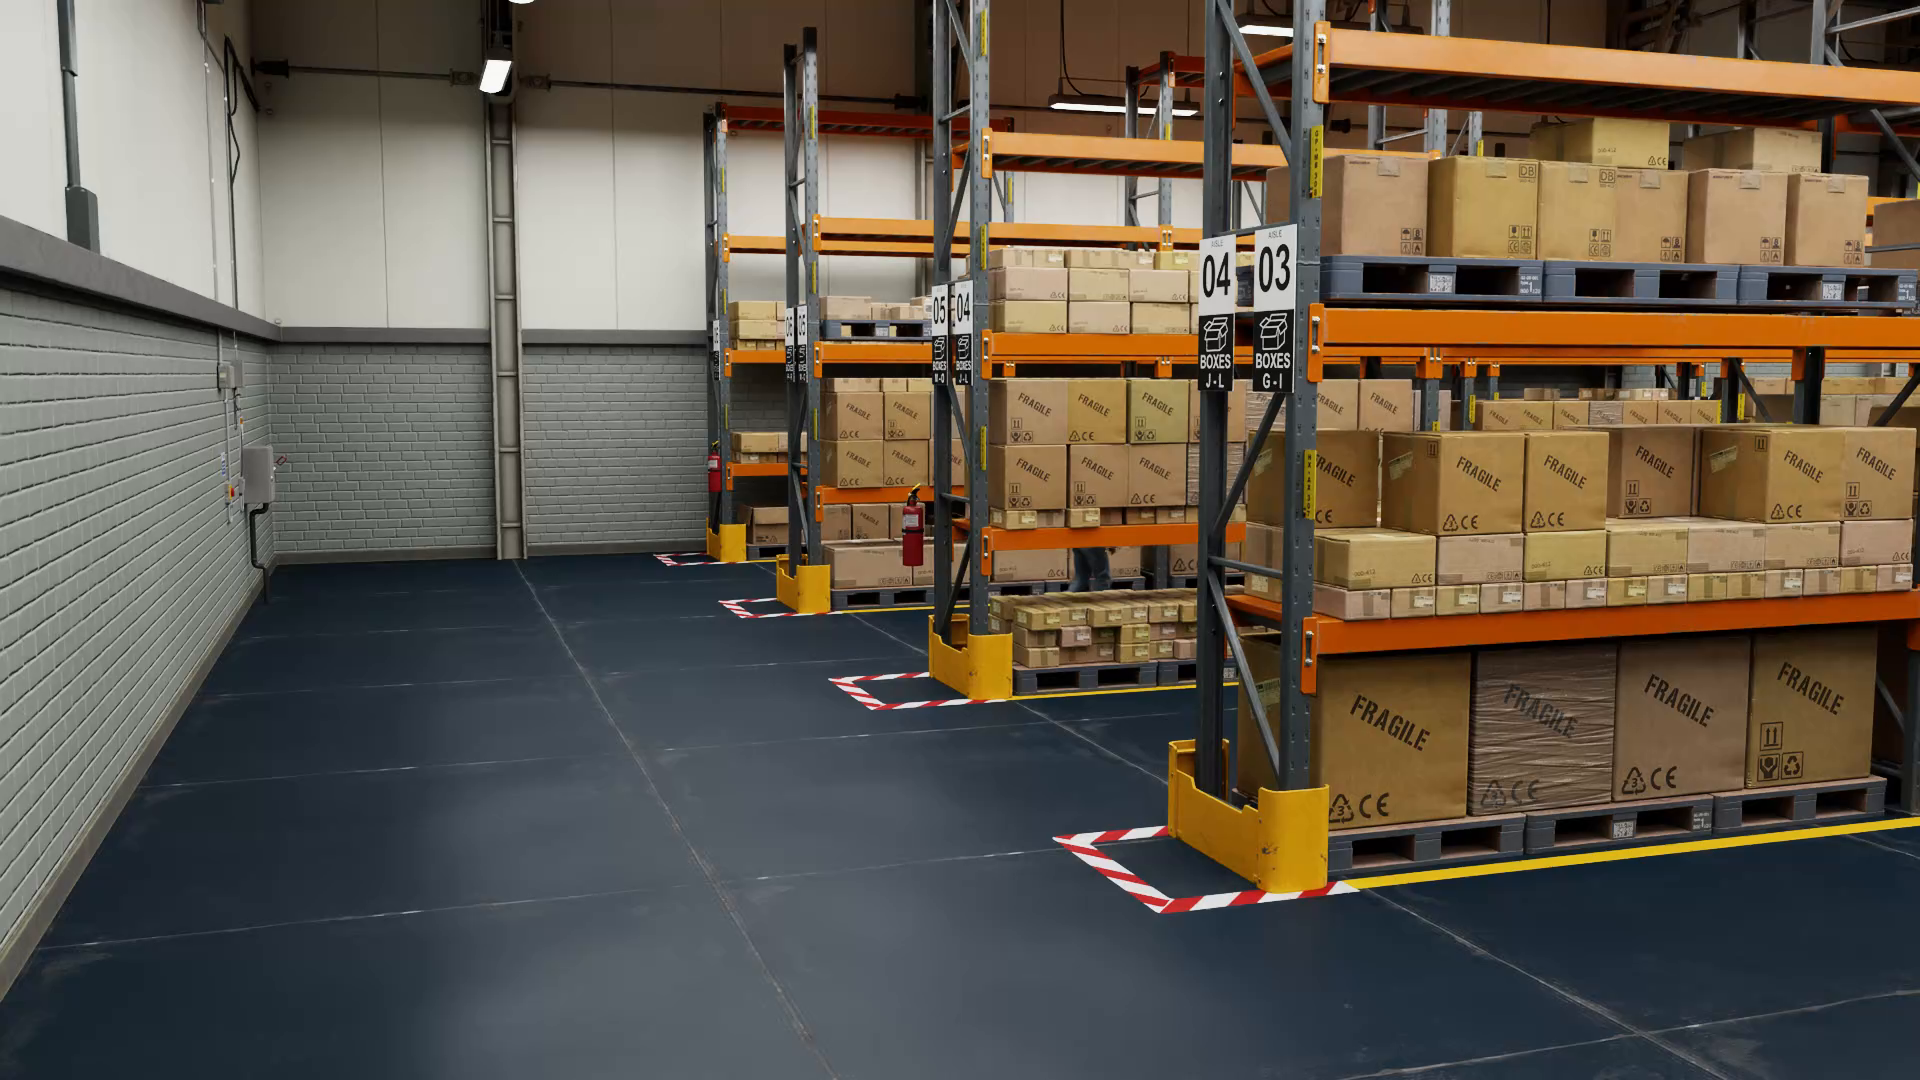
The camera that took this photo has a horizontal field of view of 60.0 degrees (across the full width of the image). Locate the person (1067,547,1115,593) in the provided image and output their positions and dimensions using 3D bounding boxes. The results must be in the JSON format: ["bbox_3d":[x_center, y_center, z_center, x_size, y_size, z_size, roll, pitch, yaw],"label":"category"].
[{"bbox_3d":[1.285,0.035,16.293,0.595,1.814,0.593,-2,6,-19],"label":"person"}]
